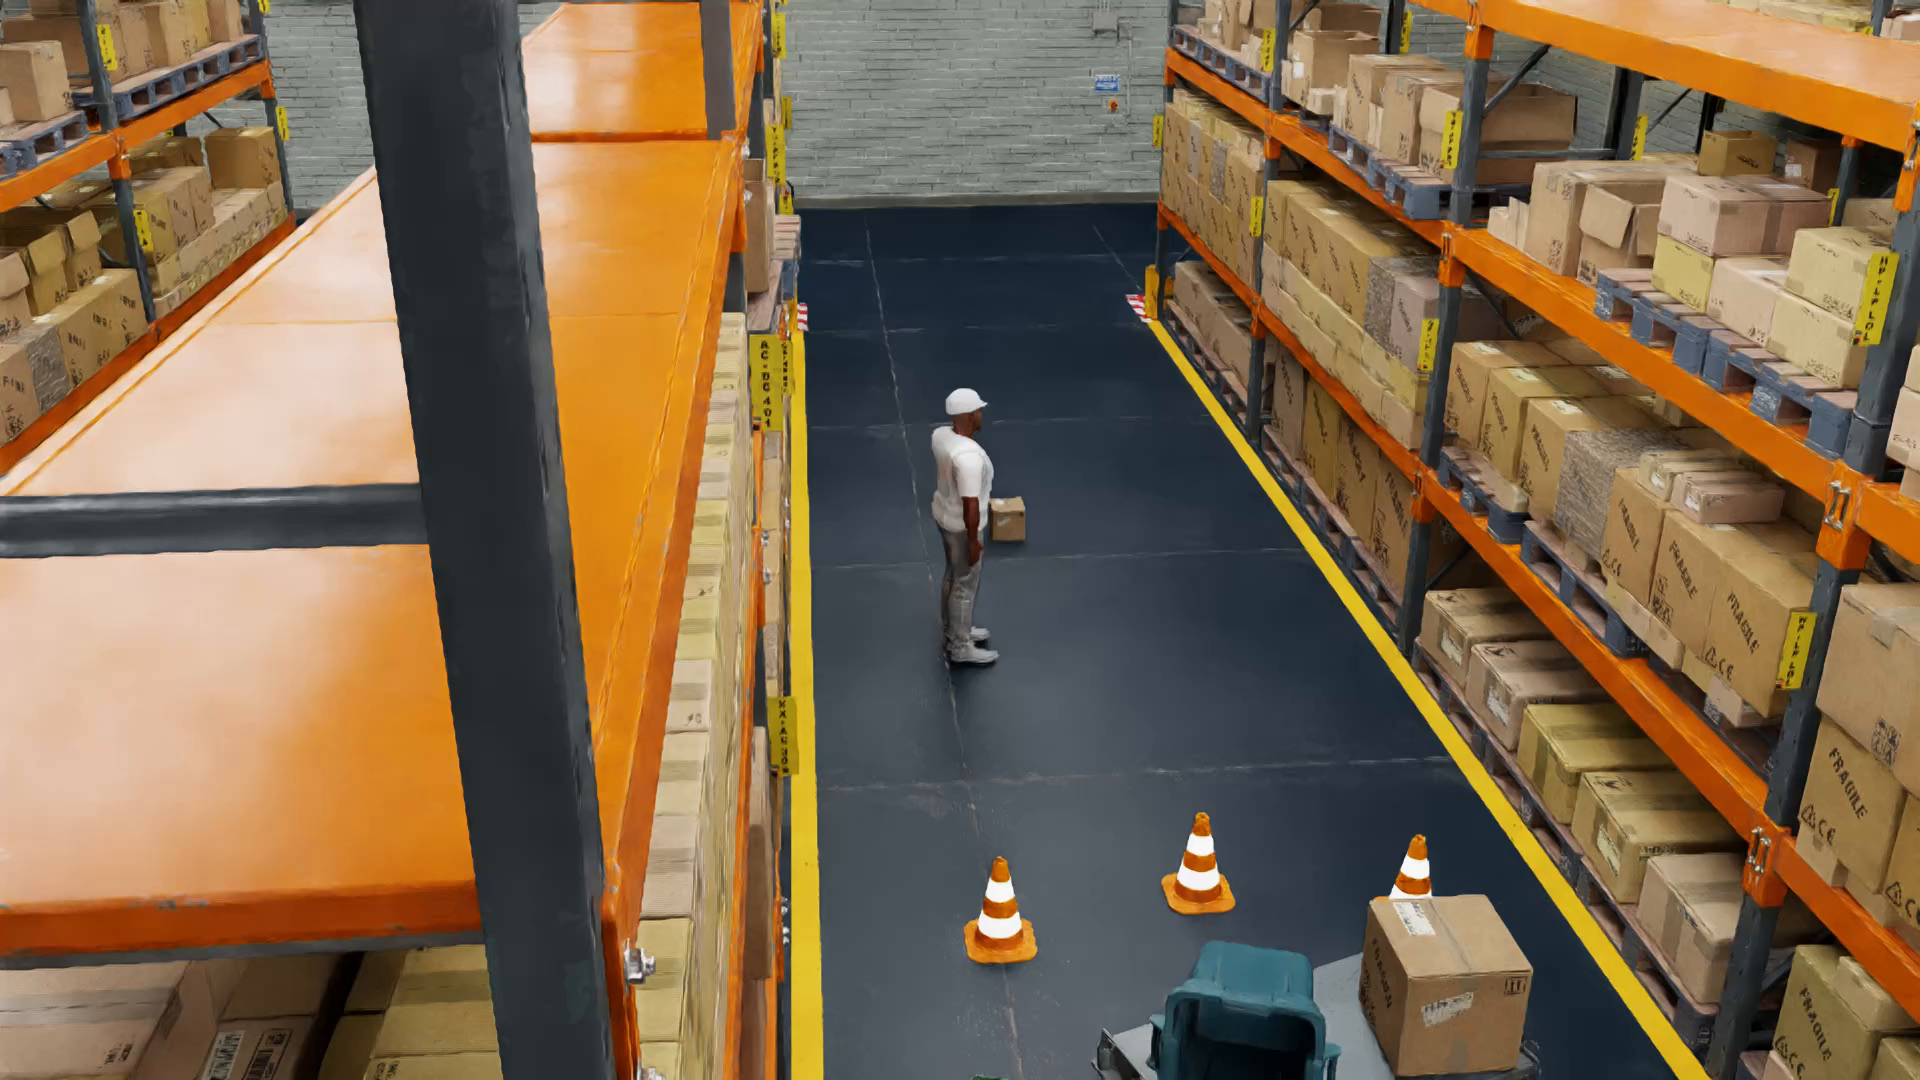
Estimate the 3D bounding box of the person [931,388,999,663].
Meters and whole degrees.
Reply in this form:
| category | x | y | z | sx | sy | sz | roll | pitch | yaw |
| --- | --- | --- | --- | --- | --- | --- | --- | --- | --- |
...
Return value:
| category | x | y | z | sx | sy | sz | roll | pitch | yaw |
| --- | --- | --- | --- | --- | --- | --- | --- | --- | --- |
| person | 0.031 | -0.114 | 10.493 | 0.384 | 1.772 | 0.627 | -7 | 25 | -16 |
